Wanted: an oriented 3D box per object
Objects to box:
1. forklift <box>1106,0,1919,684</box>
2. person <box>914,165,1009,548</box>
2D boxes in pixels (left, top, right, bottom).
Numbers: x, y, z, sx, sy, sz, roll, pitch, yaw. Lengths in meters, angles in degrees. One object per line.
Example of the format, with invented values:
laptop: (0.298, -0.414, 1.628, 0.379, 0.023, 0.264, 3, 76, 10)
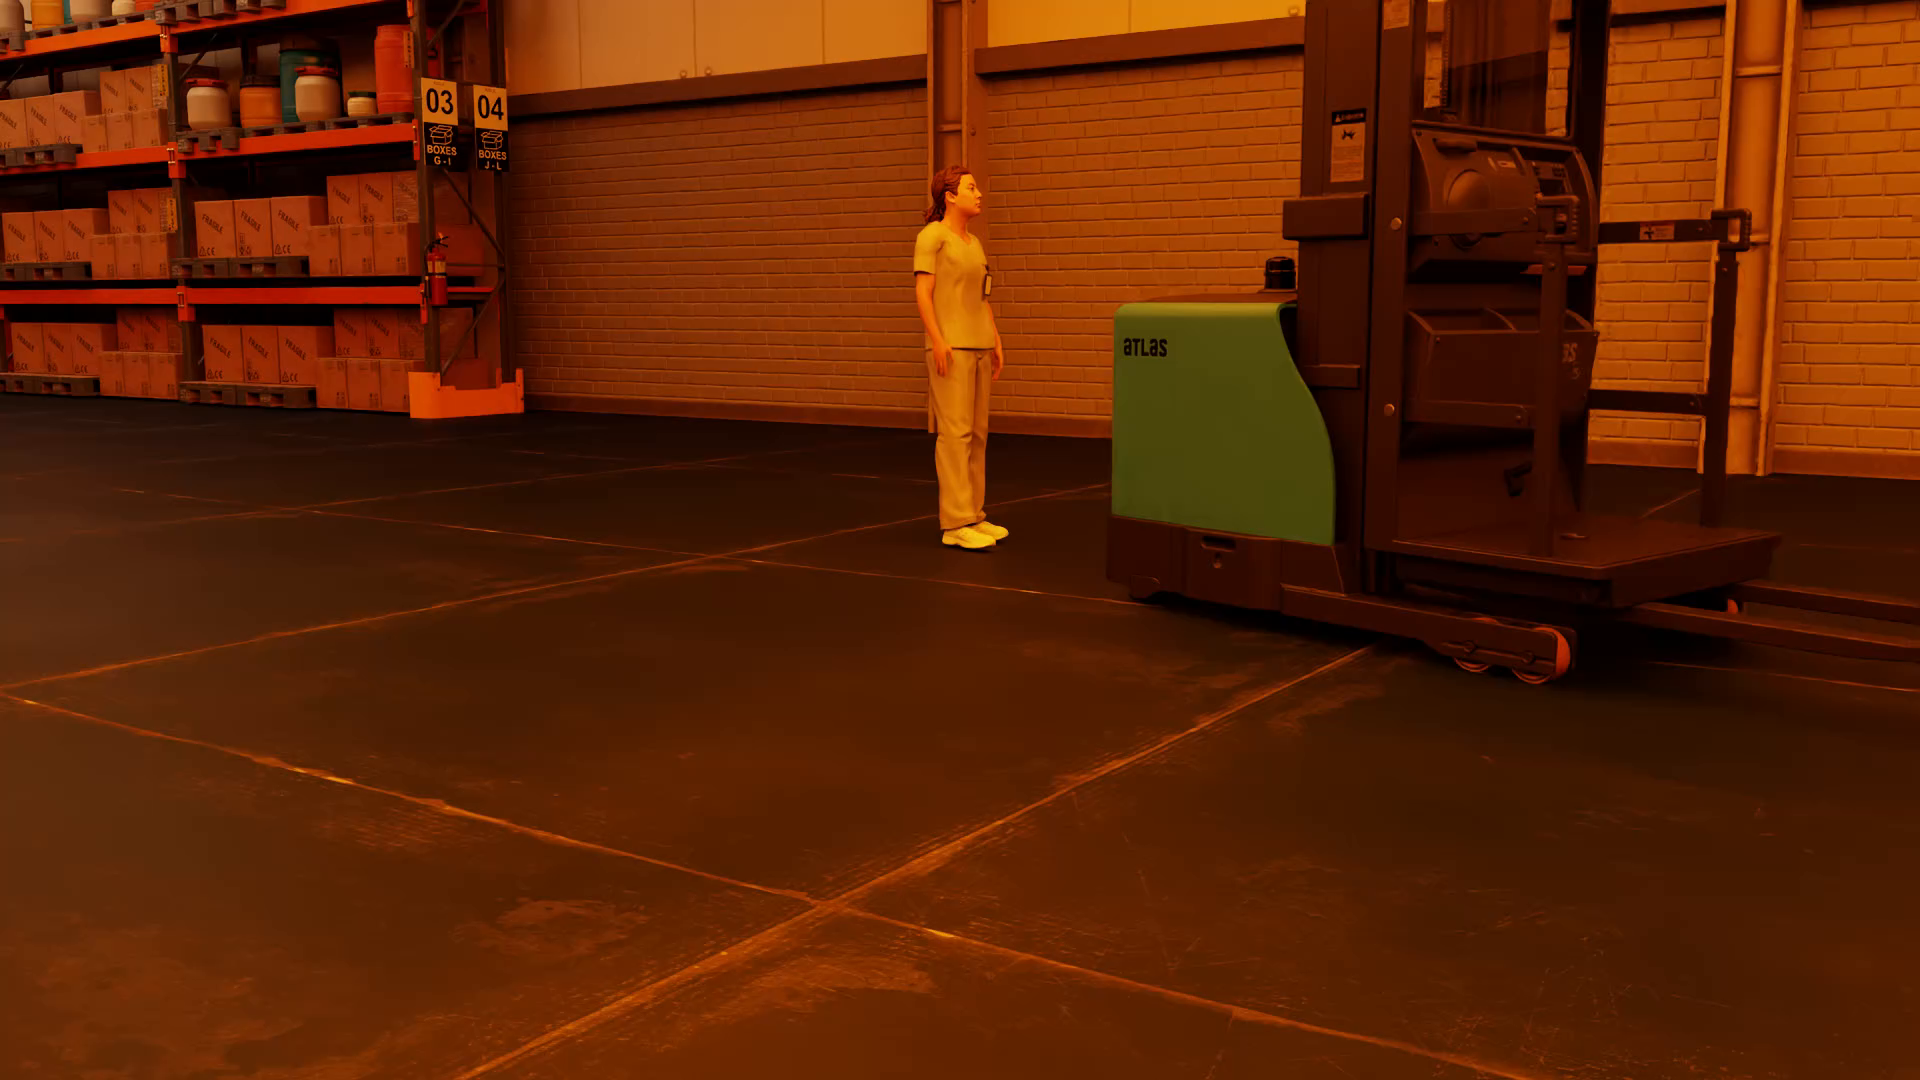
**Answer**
forklift: (1.858, -1.121, 5.072, 1.130, 2.935, 3.031, -7, 10, -39)
person: (0.053, -0.829, 7.433, 0.549, 1.675, 0.550, 5, 10, 34)
